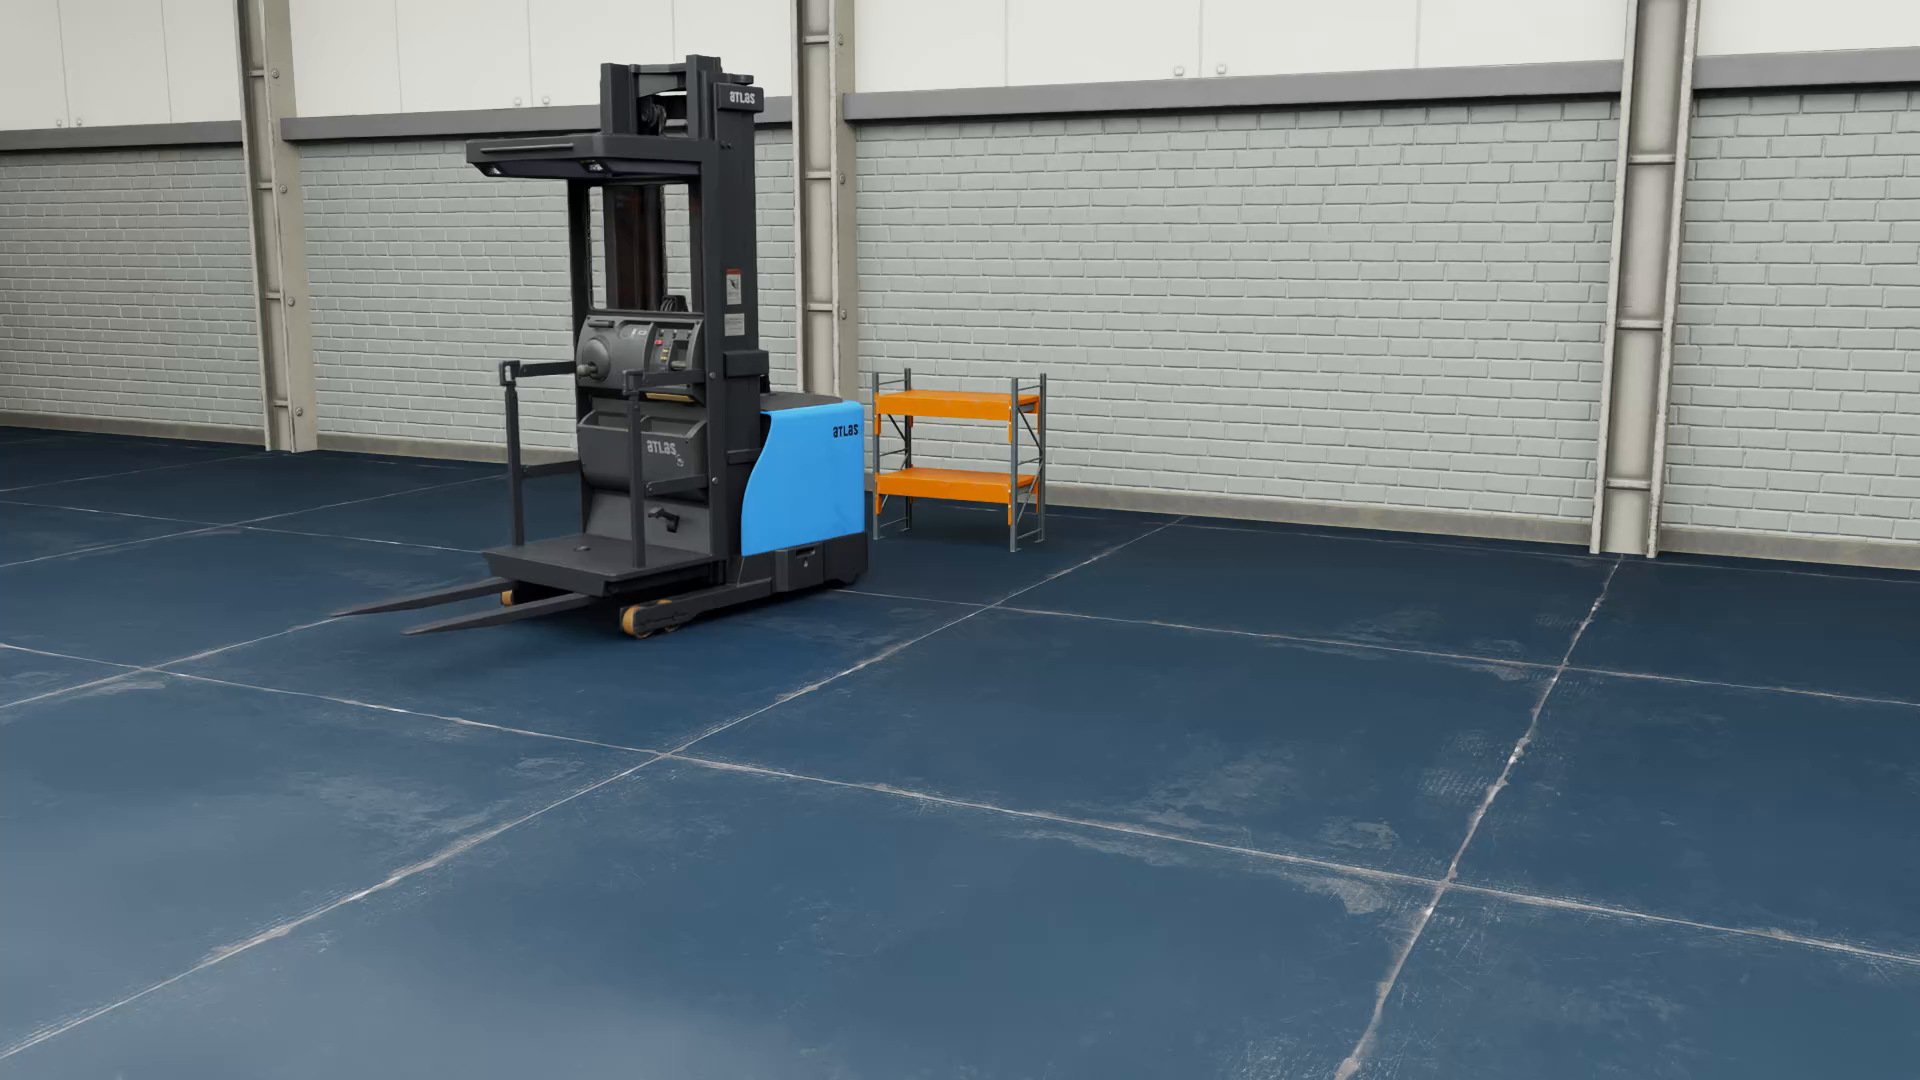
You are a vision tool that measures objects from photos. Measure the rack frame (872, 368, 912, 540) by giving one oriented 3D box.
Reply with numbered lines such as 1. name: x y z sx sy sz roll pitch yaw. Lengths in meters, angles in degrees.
1. rack frame: -0.462 -0.594 11.354 0.032 1.125 0.500 5 11 26

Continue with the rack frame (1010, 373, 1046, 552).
1. rack frame: 0.450 -0.514 10.912 0.032 1.125 0.500 5 11 26

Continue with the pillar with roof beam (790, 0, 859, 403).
1. pillar with roof beam: -2.961 -4.139 8.833 0.400 9.000 9.100 5 11 26

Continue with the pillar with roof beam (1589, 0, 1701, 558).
1. pillar with roof beam: 2.419 -3.667 6.221 0.400 9.000 9.100 5 11 26

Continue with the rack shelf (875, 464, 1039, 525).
1. rack shelf: -0.006 -0.313 11.177 1.000 0.278 0.538 5 11 26

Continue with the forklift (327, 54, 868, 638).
1. forklift: -1.853 -1.042 8.756 1.130 2.935 3.031 8 13 38

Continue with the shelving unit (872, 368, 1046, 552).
1. shelving unit: -0.006 -0.554 11.133 1.048 1.125 0.538 5 11 26

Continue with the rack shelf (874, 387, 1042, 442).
1. rack shelf: -0.006 -0.842 11.081 1.000 0.278 0.538 5 11 26

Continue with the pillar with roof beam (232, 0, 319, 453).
1. pillar with roof beam: -8.342 -4.612 11.446 0.400 9.000 9.100 5 11 26
